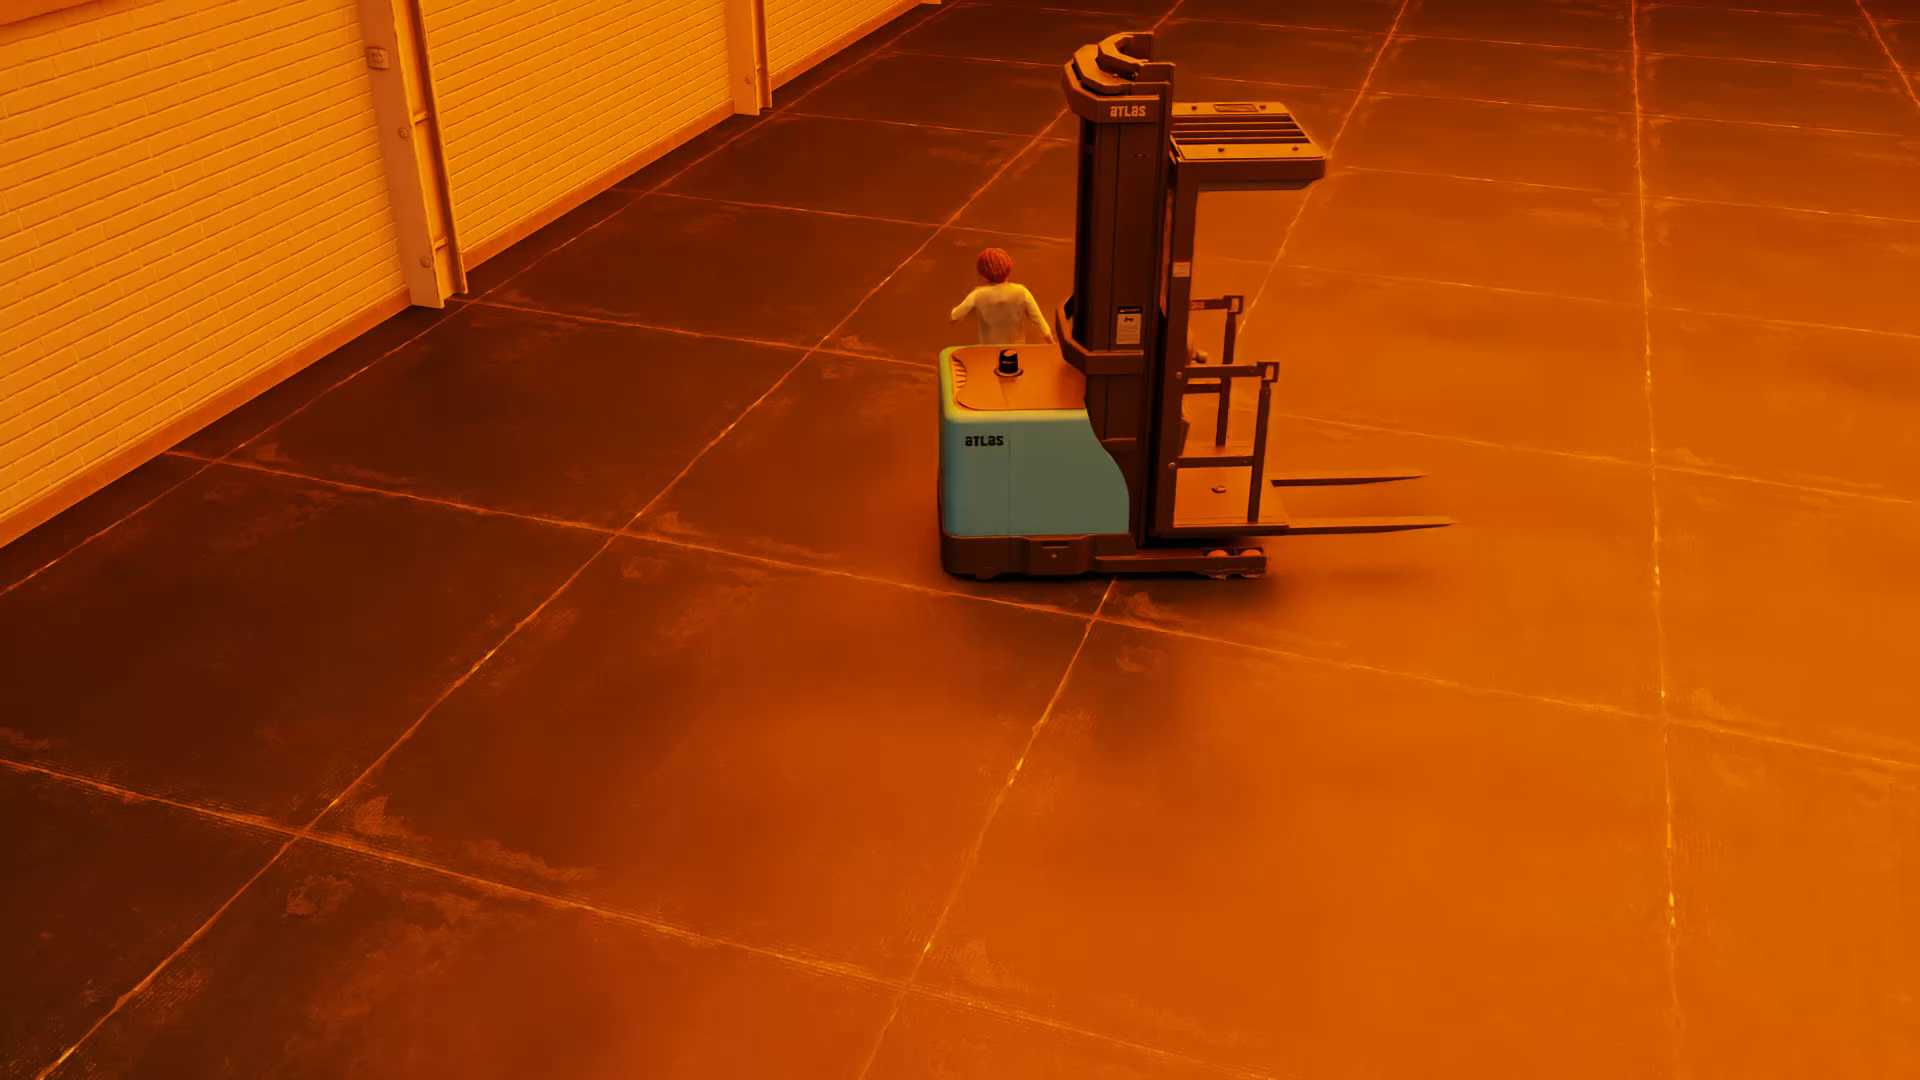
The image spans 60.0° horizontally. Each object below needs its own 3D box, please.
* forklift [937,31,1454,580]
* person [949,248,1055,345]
[{"bbox_3d":[1.392,-1.308,9.430,3.031,2.935,1.130,-1,30,-2],"label":"forklift"},{"bbox_3d":[0.306,-1.129,10.625,0.698,1.599,0.800,-4,30,-7],"label":"person"}]
